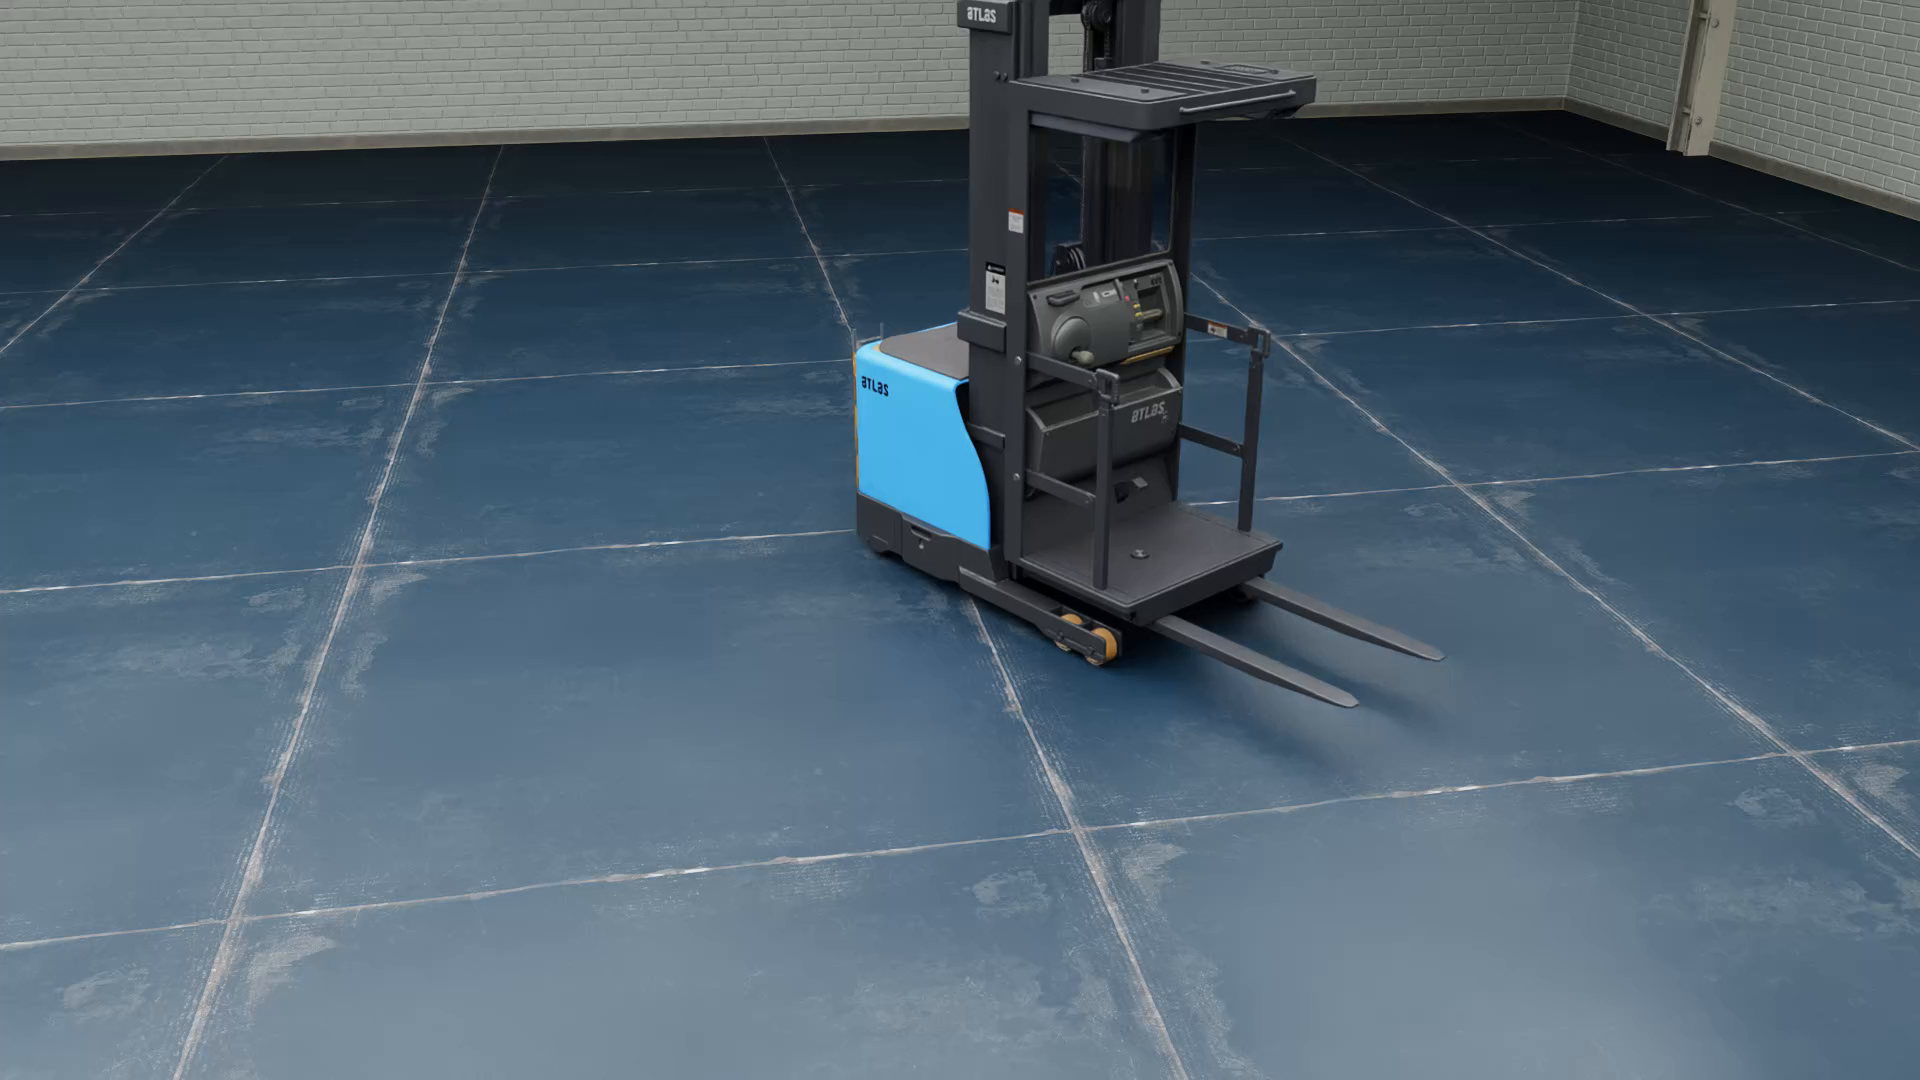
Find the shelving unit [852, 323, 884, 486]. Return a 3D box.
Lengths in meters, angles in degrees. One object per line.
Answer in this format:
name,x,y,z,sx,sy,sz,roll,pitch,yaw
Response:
shelving unit,-0.400,-0.599,8.809,0.215,1.050,0.252,-19,30,-37

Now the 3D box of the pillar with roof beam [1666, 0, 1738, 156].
pillar with roof beam,3.991,-8.187,16.253,9.100,9.000,0.400,-4,24,-10

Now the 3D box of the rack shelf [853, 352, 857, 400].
rack shelf,-0.400,-0.849,8.699,0.215,0.259,0.240,-19,30,-37

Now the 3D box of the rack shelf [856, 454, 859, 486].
rack shelf,-0.400,-0.334,8.924,0.215,0.259,0.240,-19,30,-37

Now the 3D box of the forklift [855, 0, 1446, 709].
forklift,0.814,-1.010,7.400,1.130,2.935,3.031,-19,30,-37

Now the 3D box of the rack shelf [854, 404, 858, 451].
rack shelf,-0.400,-0.589,8.813,0.215,0.259,0.240,-19,30,-37

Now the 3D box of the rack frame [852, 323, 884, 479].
rack frame,-0.481,-0.635,8.892,0.200,1.050,0.008,-19,30,-37
